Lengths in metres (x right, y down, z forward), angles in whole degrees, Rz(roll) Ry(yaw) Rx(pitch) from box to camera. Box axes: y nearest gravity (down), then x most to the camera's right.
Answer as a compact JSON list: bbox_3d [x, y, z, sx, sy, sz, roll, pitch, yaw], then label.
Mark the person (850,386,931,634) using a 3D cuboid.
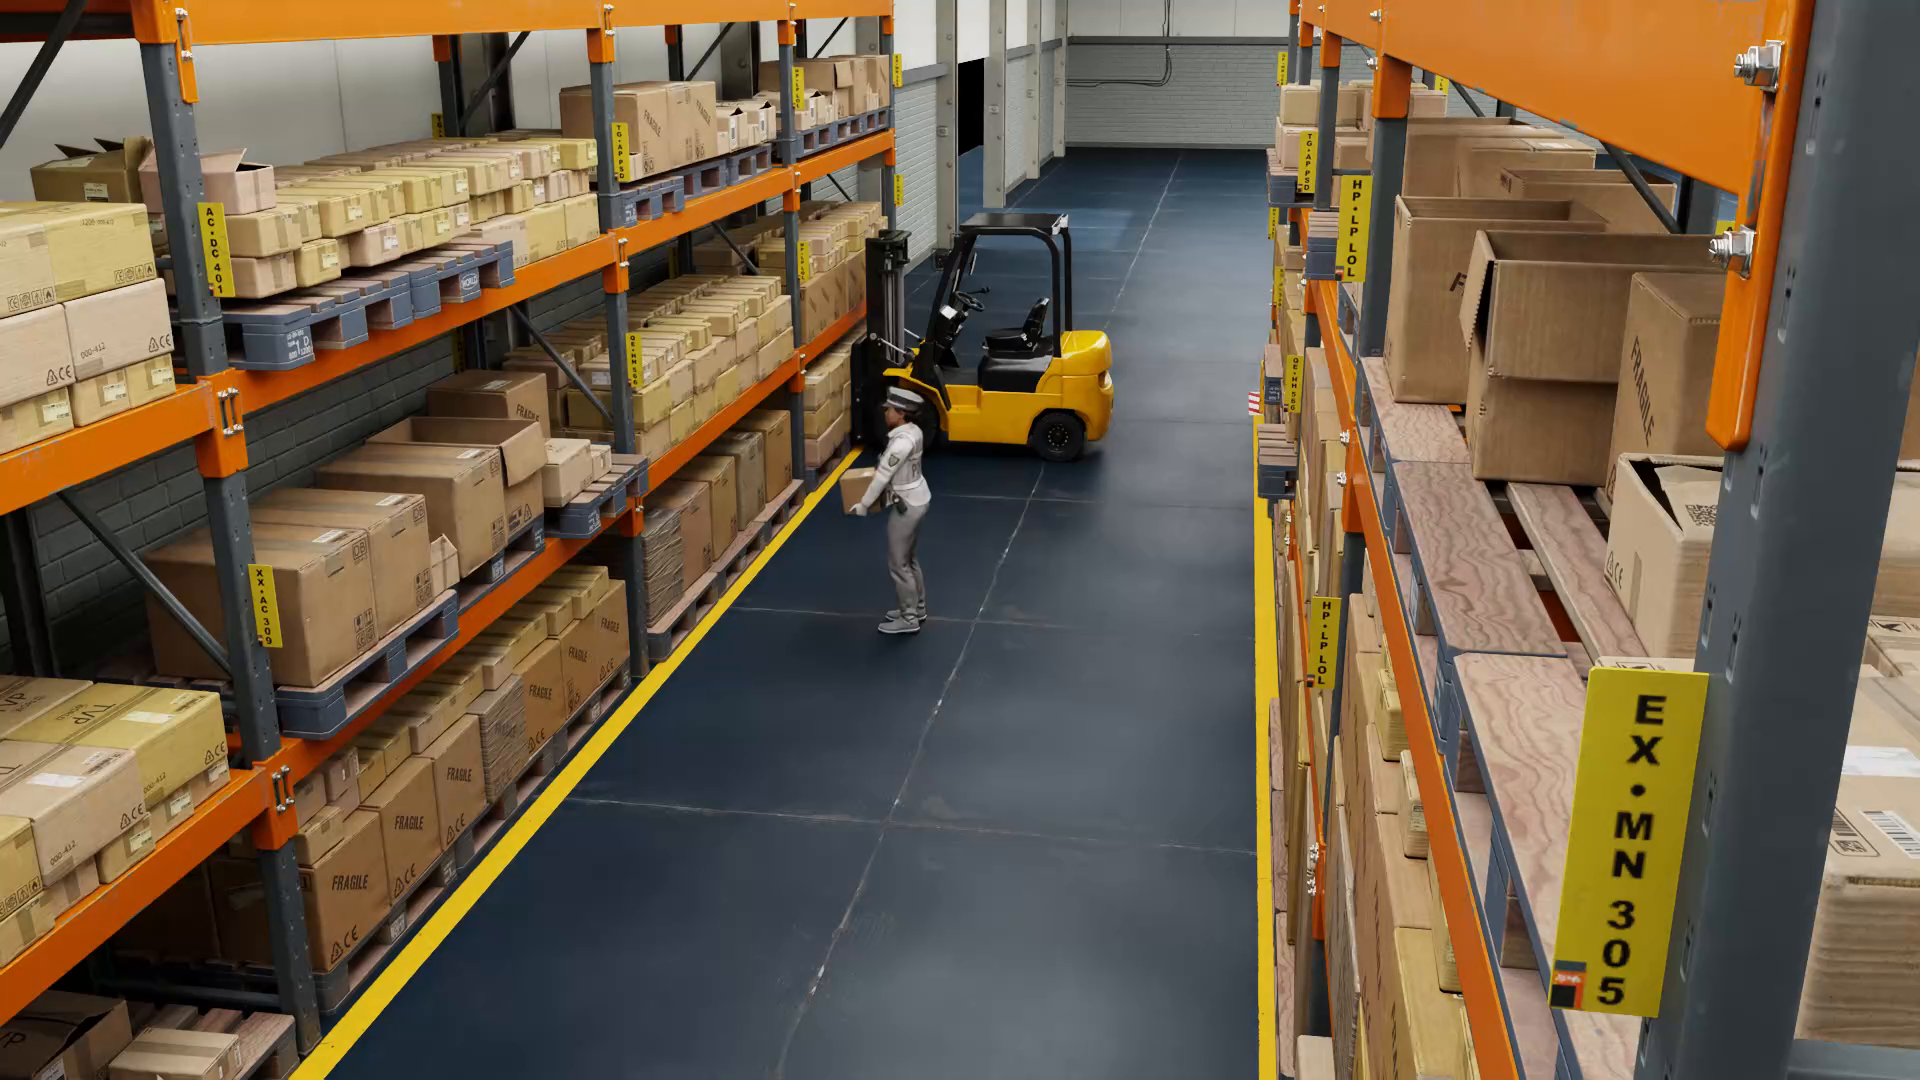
[{"bbox_3d":[-0.461,-0.208,11.172,0.523,1.687,0.416,3,18,8],"label":"person"}]
